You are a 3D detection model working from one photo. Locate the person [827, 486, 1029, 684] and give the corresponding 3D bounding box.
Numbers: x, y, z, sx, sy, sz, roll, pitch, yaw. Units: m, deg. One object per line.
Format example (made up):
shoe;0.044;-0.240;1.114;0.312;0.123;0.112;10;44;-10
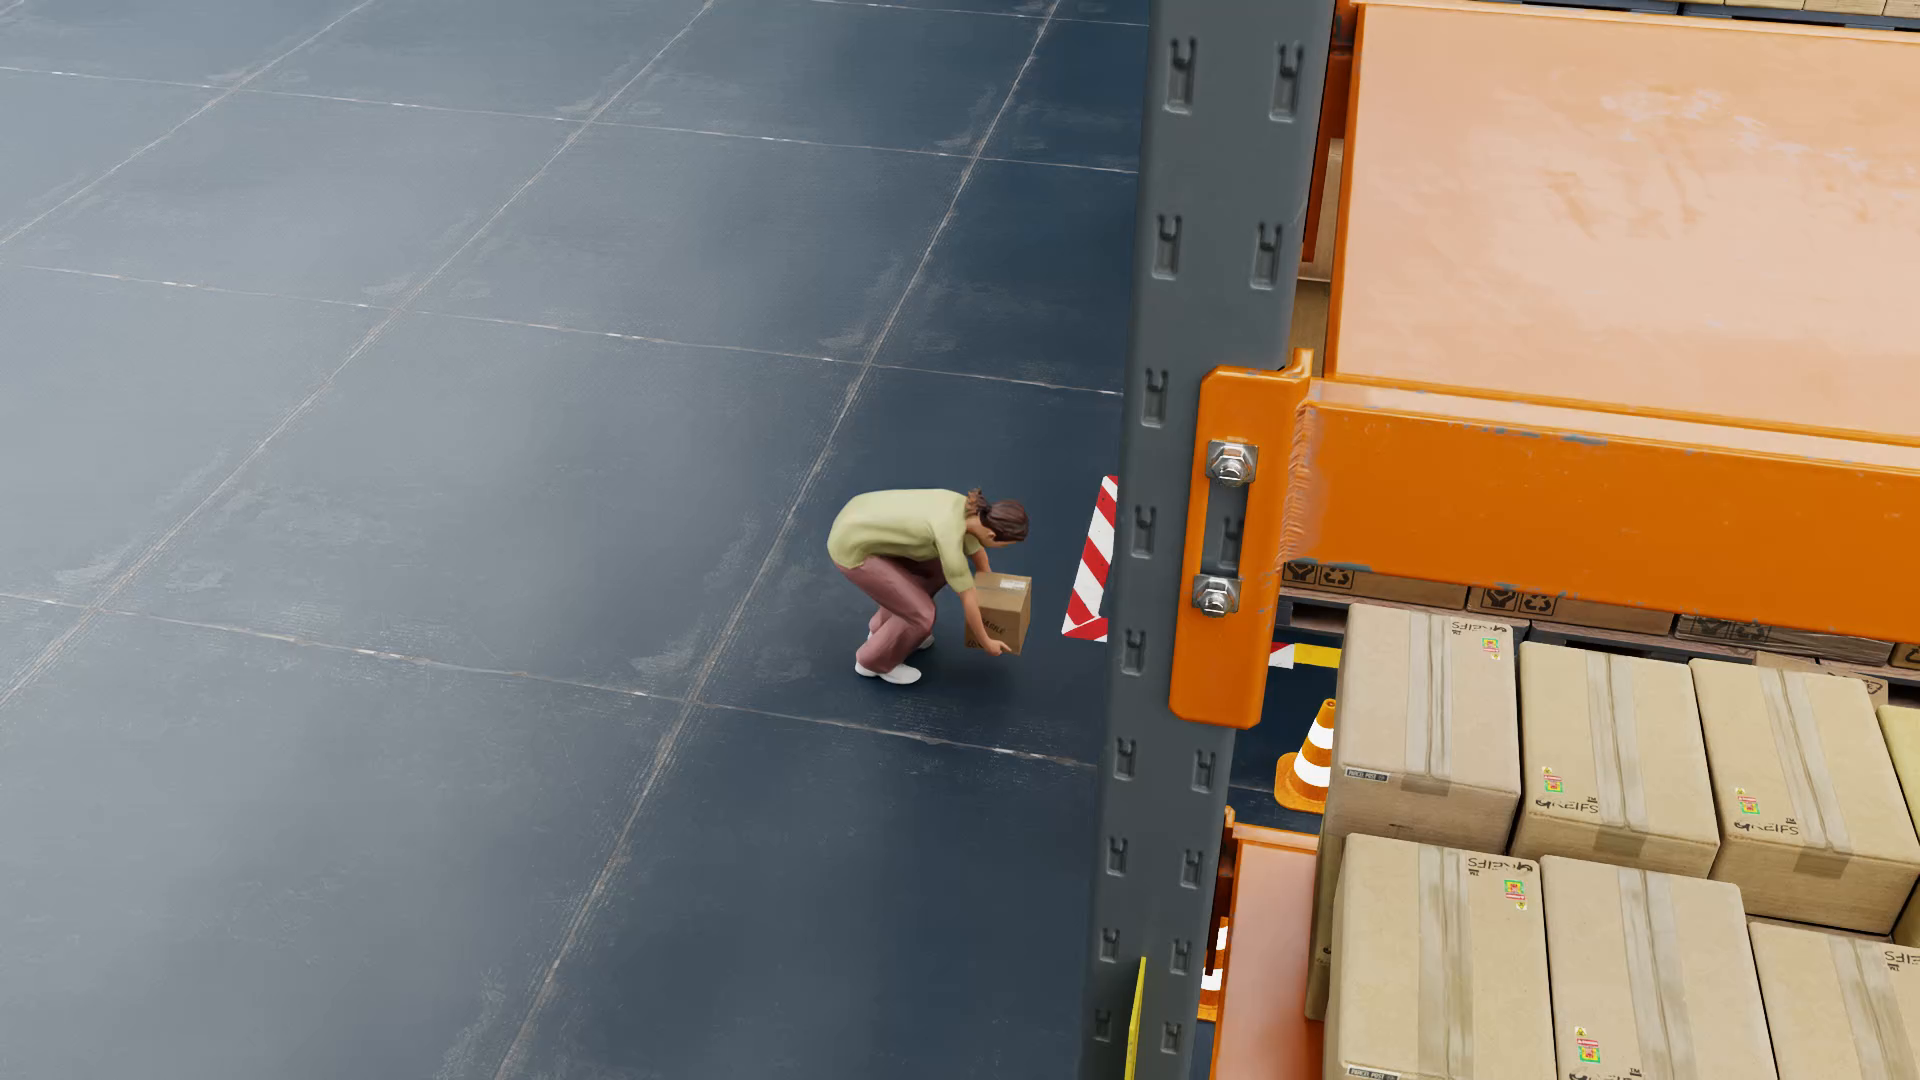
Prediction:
person;-0.136;0.177;7.322;0.867;0.965;0.475;6;37;8
